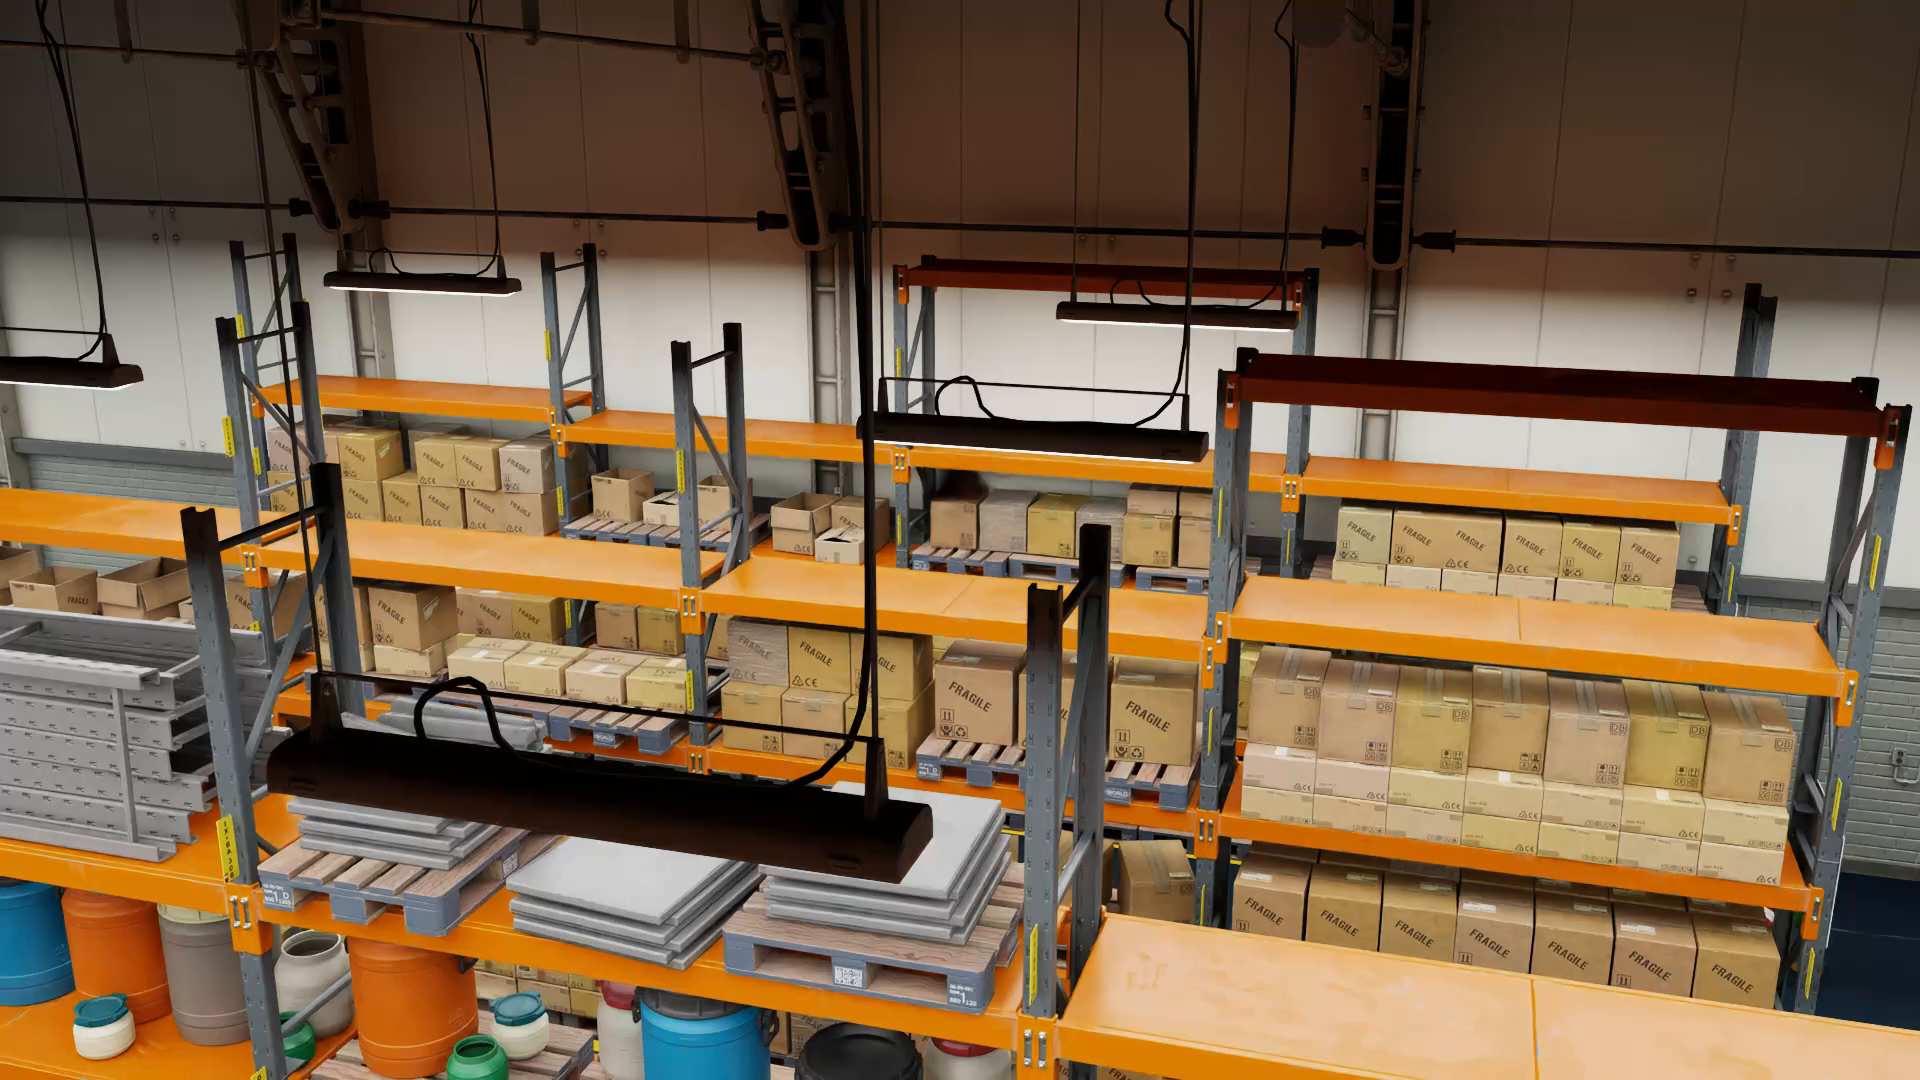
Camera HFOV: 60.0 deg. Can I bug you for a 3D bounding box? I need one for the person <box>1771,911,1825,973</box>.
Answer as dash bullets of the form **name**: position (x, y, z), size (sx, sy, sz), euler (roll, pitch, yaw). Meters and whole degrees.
- **person**: position (7.353, 3.095, 14.765), size (0.928, 1.751, 0.633), euler (0, 16, 1)
